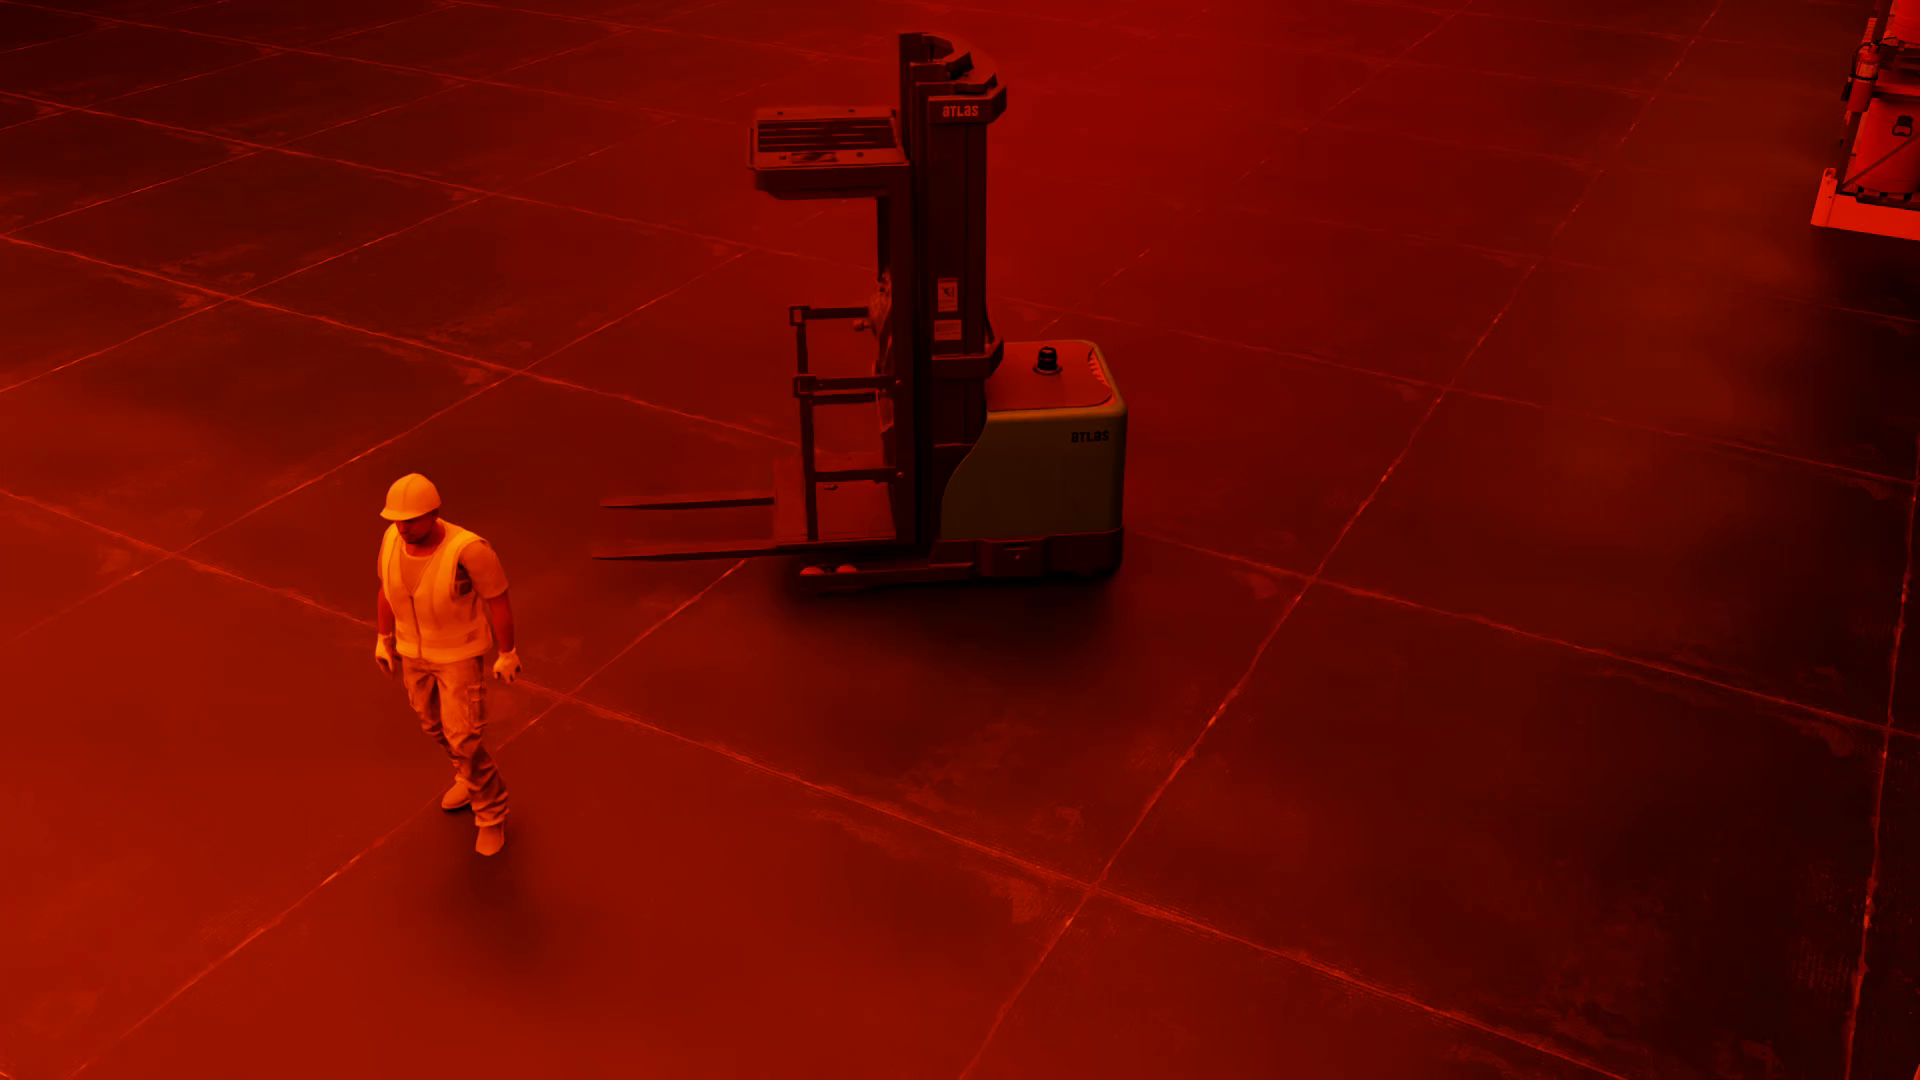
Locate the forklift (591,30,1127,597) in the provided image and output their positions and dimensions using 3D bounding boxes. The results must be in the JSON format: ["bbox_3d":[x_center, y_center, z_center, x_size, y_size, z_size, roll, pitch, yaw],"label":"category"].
[{"bbox_3d":[-0.614,-1.227,9.197,3.031,2.935,1.130,-3,30,-5],"label":"forklift"}]

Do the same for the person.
[{"bbox_3d":[-2.308,0.540,7.366,0.654,1.824,0.527,11,32,18],"label":"person"}]
